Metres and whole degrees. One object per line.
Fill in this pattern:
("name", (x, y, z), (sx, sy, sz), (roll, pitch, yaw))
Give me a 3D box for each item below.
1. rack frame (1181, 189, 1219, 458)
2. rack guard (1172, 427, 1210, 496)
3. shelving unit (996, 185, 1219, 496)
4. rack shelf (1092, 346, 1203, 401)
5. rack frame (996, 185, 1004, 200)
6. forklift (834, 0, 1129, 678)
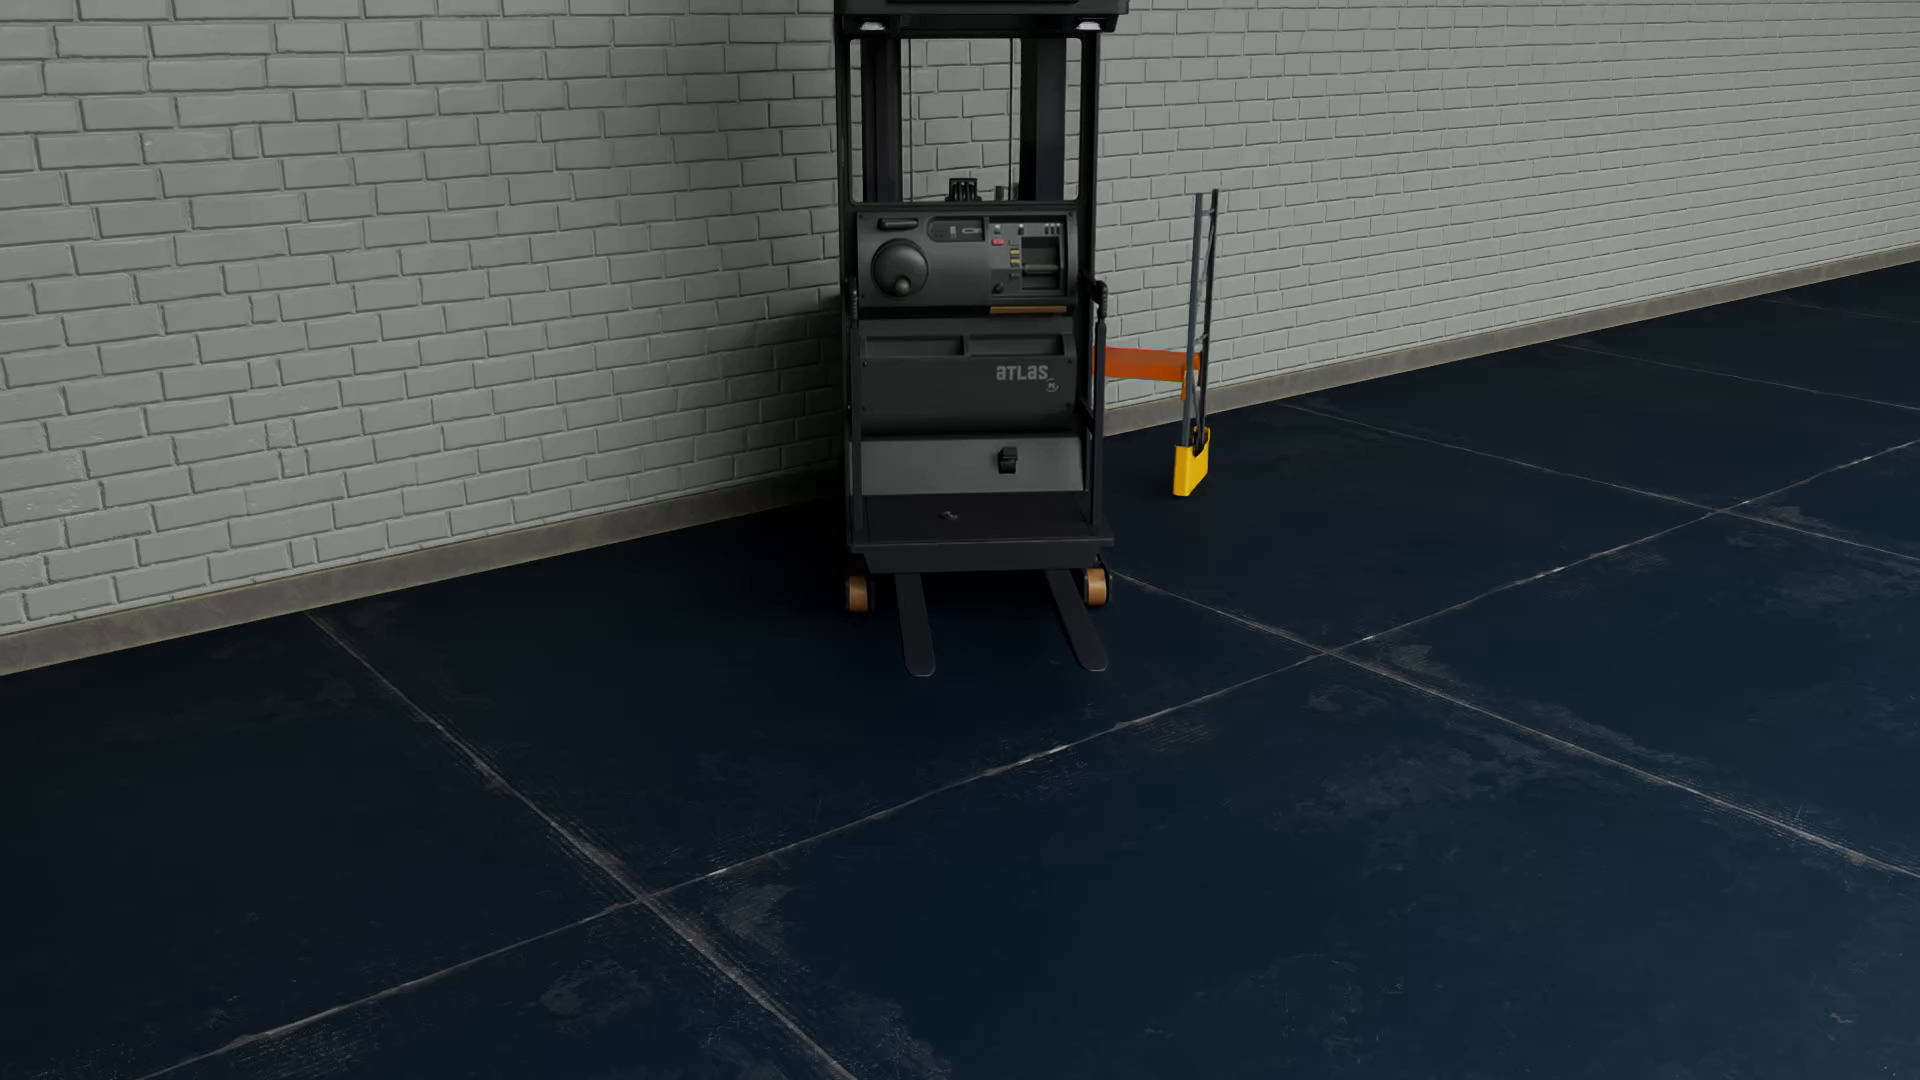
("rack frame", (1.221, -1.019, 8.499), (0.032, 1.500, 0.500), (6, 15, 17))
("rack guard", (1.205, -0.414, 8.658), (0.087, 0.250, 0.587), (6, 15, 17))
("shelving unit", (0.747, -1.069, 8.646), (1.083, 1.500, 0.587), (6, 15, 17))
("rack shelf", (0.734, -0.896, 8.695), (1.000, 0.185, 0.538), (6, 15, 17))
("rack frame", (0.255, -1.121, 8.799), (0.032, 1.500, 0.500), (6, 15, 17))
("forklift", (0.050, -1.193, 6.801), (1.130, 2.935, 3.031), (-1, 18, -4))
